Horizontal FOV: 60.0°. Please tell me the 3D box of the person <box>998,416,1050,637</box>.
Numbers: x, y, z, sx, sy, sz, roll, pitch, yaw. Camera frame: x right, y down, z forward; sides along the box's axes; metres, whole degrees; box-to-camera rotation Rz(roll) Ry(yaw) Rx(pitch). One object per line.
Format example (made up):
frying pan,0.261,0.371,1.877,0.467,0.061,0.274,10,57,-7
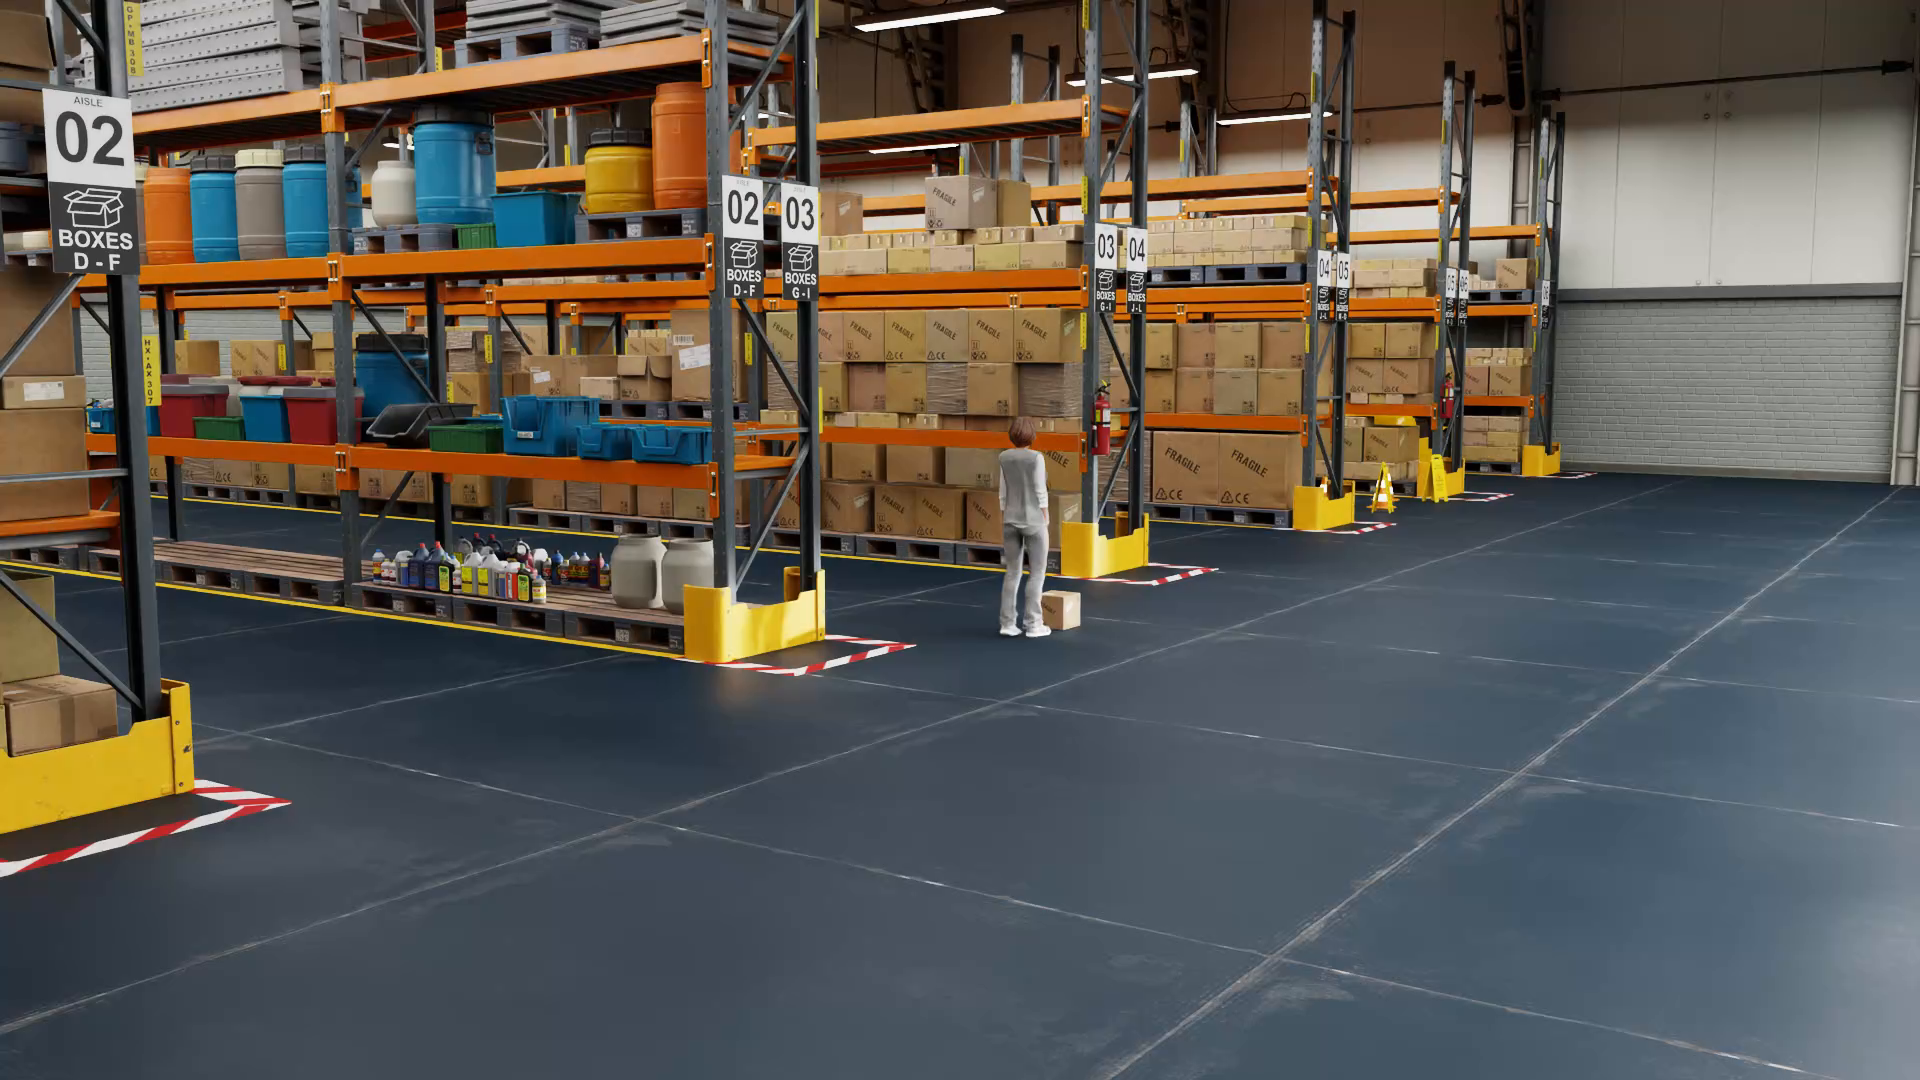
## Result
person,0.462,-0.078,12.047,0.405,1.606,0.304,5,8,35
